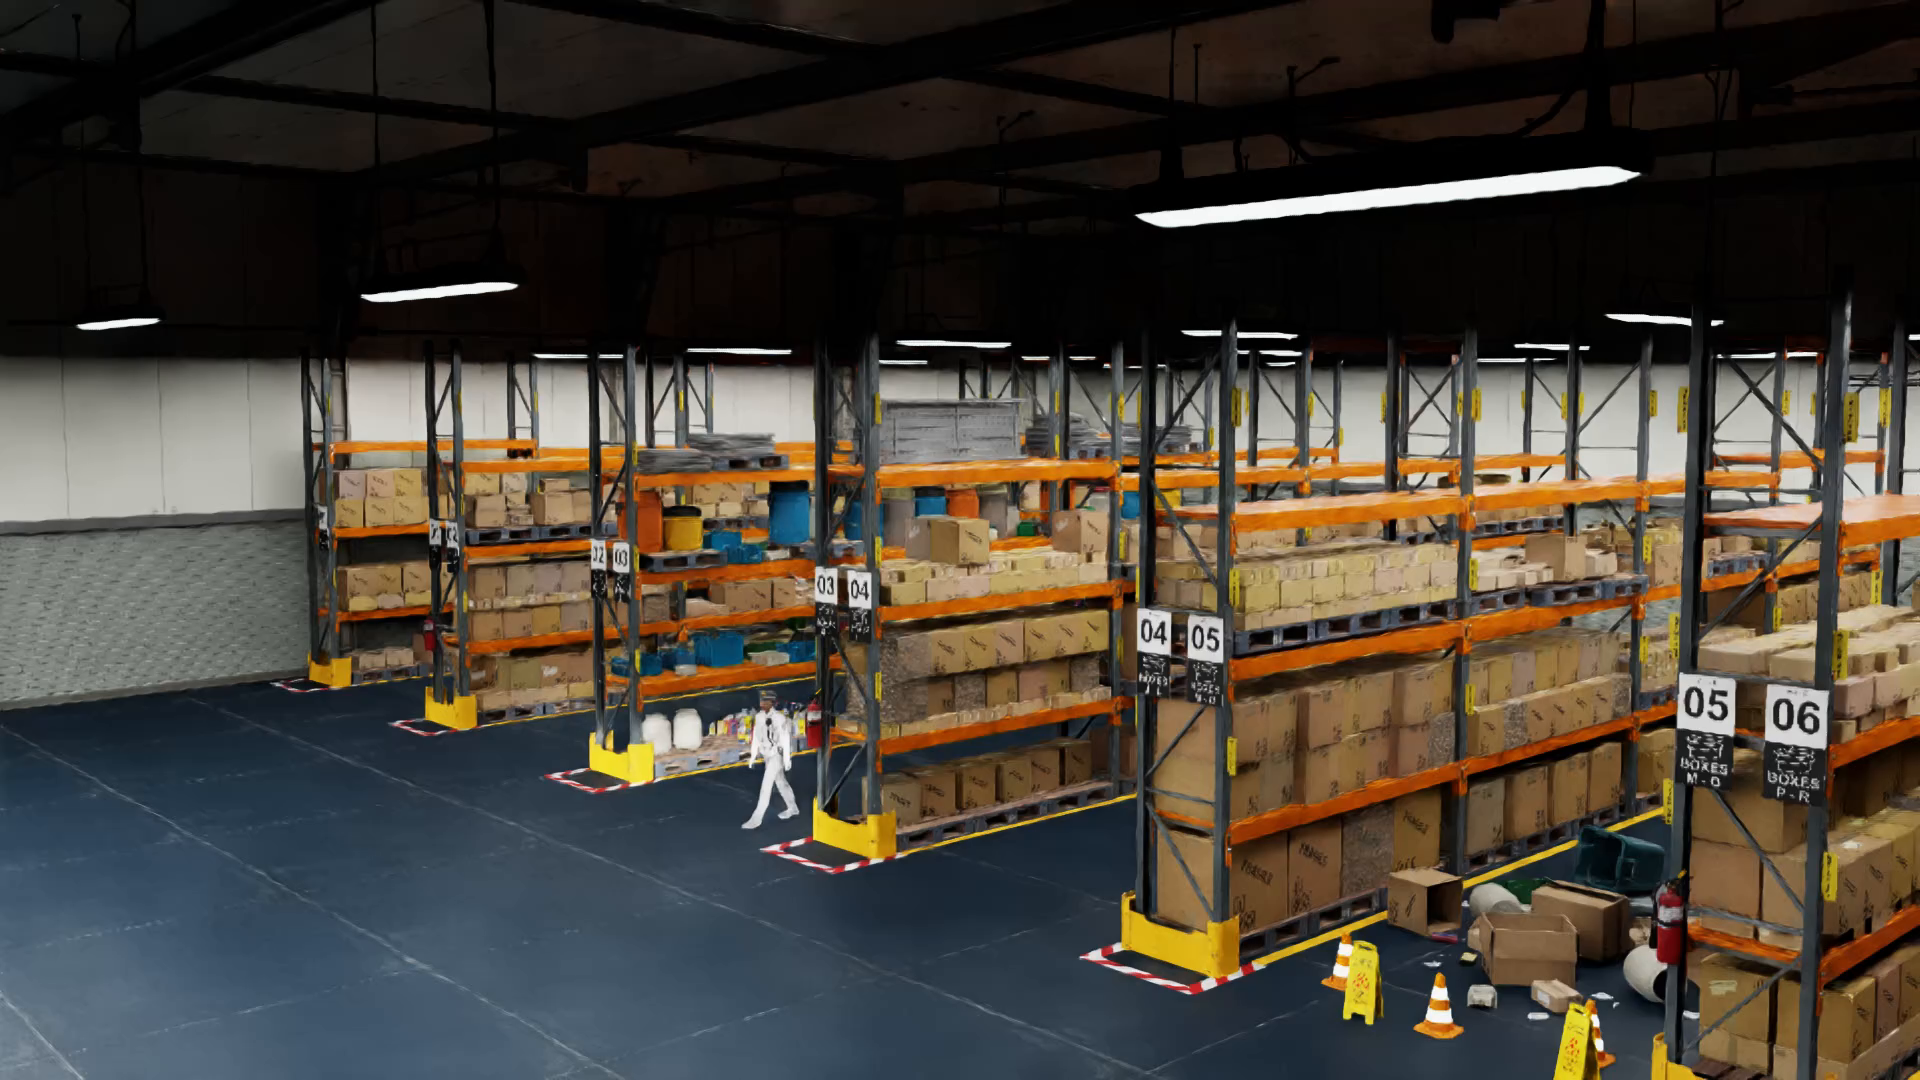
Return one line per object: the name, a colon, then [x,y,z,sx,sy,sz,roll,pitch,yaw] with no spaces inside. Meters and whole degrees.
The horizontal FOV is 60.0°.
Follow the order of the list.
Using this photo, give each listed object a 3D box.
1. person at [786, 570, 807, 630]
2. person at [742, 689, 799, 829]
person: [-3.308,1.348,33.615,0.552,1.742,0.677,-5,7,-44]
person: [-2.274,2.580,19.922,0.900,1.622,0.482,-5,7,-43]
